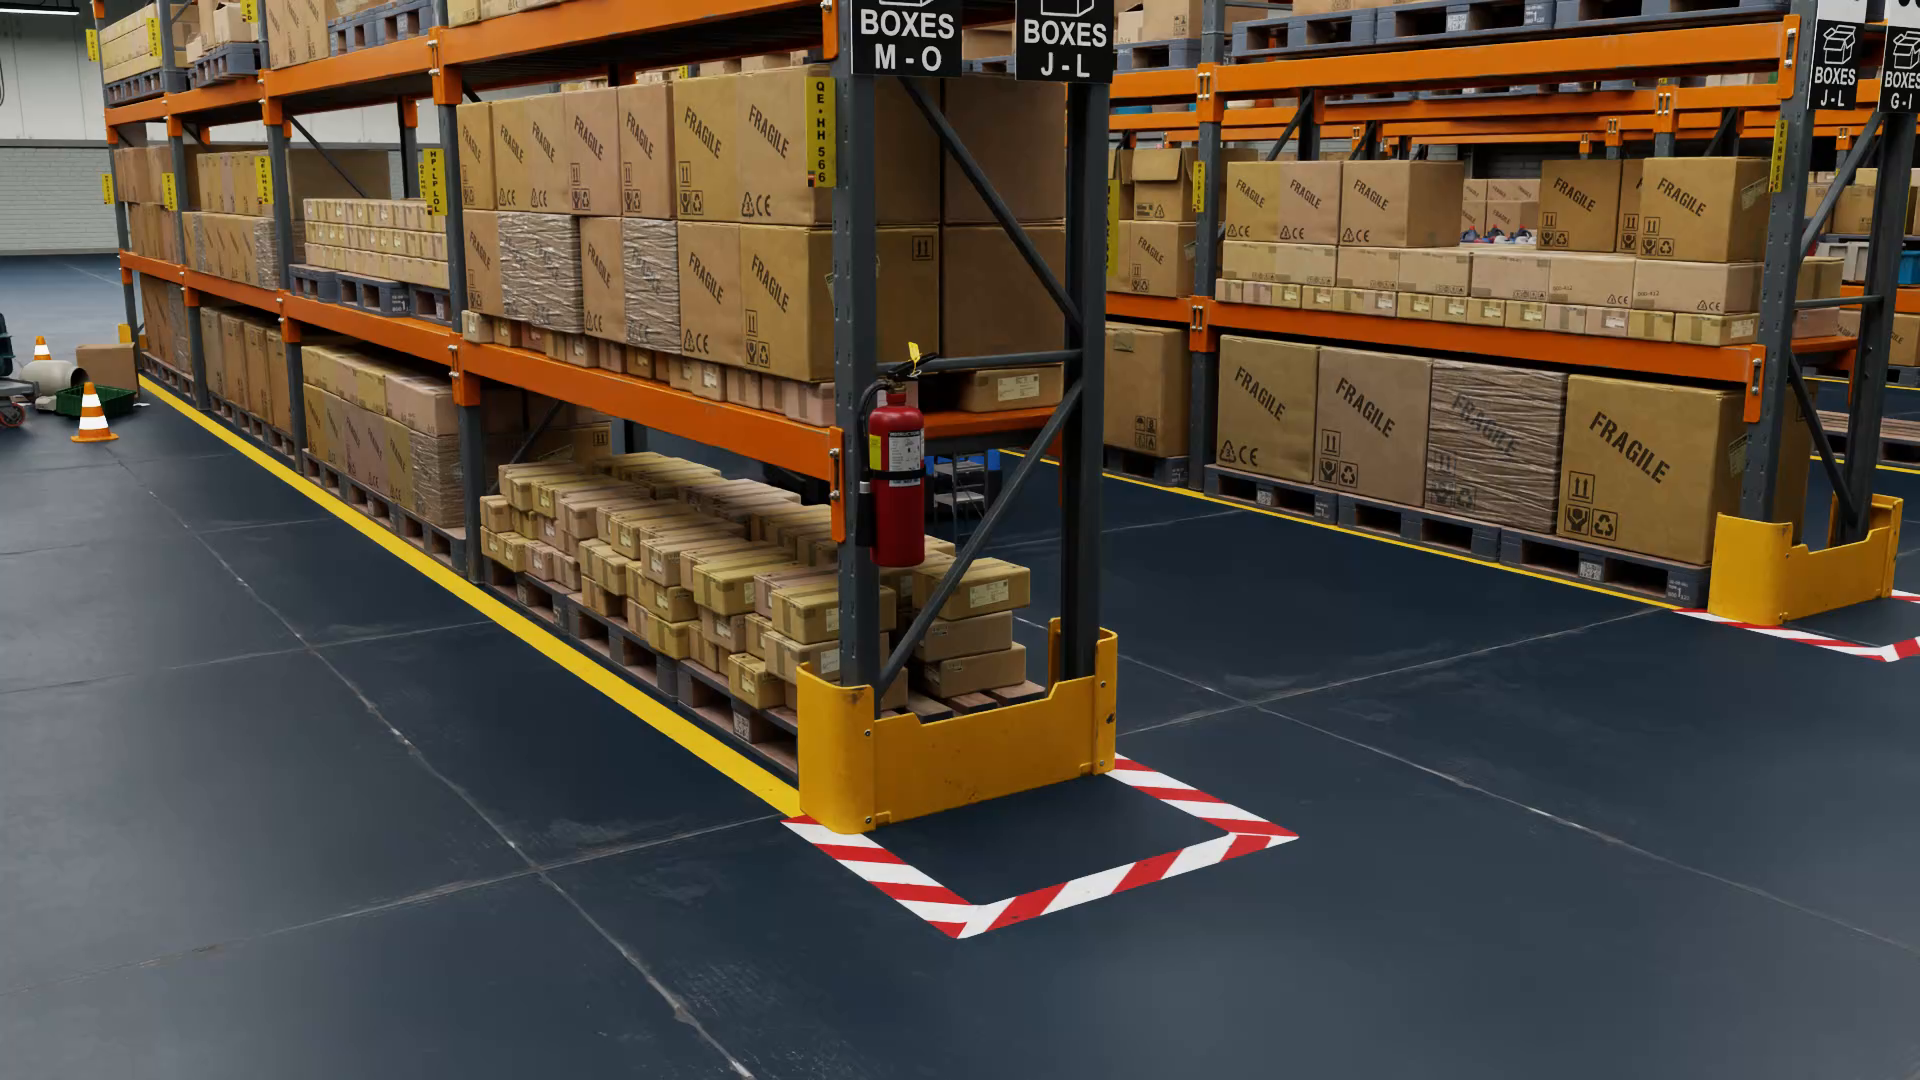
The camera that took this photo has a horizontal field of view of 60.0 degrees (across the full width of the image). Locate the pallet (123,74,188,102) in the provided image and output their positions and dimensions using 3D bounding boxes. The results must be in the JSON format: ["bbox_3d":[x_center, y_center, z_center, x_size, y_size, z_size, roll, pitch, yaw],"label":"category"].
[{"bbox_3d":[-7.715,-4.500,16.605,1.003,0.211,1.213,-8,15,-33],"label":"pallet"}]

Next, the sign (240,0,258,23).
[{"bbox_3d":[-4.848,-3.696,11.323,0.100,0.325,0.005,-8,15,-33],"label":"sign"}]

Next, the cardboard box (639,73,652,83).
[{"bbox_3d":[-3.291,-5.033,18.252,0.380,0.149,0.250,-9,15,-34],"label":"cardboard box"}]

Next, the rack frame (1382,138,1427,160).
[{"bbox_3d":[7.742,-5.754,29.153,1.000,3.000,0.127,-8,15,-33],"label":"rack frame"}]

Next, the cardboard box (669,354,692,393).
[{"bbox_3d":[-0.906,-0.667,6.478,0.380,0.149,0.250,-9,15,-35],"label":"cardboard box"}]

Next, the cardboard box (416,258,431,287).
[{"bbox_3d":[-2.831,-1.512,9.361,0.380,0.149,0.250,-8,15,-33],"label":"cardboard box"}]

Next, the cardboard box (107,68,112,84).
[{"bbox_3d":[-8.749,-4.879,17.499,0.380,0.149,0.250,-8,15,-32],"label":"cardboard box"}]

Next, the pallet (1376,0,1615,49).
[{"bbox_3d":[3.136,-2.920,9.377,1.003,0.211,1.213,-8,15,-33],"label":"pallet"}]

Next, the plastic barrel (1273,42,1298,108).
[{"bbox_3d":[3.652,-5.041,17.696,0.600,0.901,0.600,0,12,0],"label":"plastic barrel"}]

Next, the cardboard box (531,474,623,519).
[{"bbox_3d":[-1.863,-0.214,8.117,0.380,0.149,0.250,-8,15,-34],"label":"cardboard box"}]

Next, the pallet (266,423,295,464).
[{"bbox_3d":[-4.756,-0.790,12.981,1.003,0.211,1.213,-8,15,-33],"label":"pallet"}]

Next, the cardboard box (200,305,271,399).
[{"bbox_3d":[-6.179,-1.721,14.994,1.050,0.750,0.750,-8,15,-33],"label":"cardboard box"}]

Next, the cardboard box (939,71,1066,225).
[{"bbox_3d":[0.023,-1.374,5.855,0.500,0.500,0.500,-8,15,-33],"label":"cardboard box"}]

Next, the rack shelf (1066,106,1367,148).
[{"bbox_3d":[2.818,-4.628,18.667,1.077,0.370,4.000,-8,15,-33],"label":"rack shelf"}]

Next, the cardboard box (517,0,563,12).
[{"bbox_3d":[-1.572,-2.387,7.088,0.500,0.250,0.500,-7,14,-30],"label":"cardboard box"}]

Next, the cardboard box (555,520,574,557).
[{"bbox_3d":[-1.704,-0.026,7.951,0.380,0.149,0.250,-9,15,-36],"label":"cardboard box"}]

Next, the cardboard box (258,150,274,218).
[{"bbox_3d":[-4.904,-2.711,12.665,0.700,0.500,0.500,-8,15,-34],"label":"cardboard box"}]

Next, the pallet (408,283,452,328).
[{"bbox_3d":[-2.468,-1.351,9.469,1.003,0.211,1.213,-8,15,-33],"label":"pallet"}]

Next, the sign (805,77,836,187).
[{"bbox_3d":[-0.423,-1.238,5.053,0.100,0.325,0.005,-8,15,-33],"label":"sign"}]

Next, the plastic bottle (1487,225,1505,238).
[{"bbox_3d":[5.192,-2.877,16.110,0.144,0.351,0.185,-8,15,-33],"label":"plastic bottle"}]

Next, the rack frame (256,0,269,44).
[{"bbox_3d":[-4.382,-4.934,11.360,1.000,3.000,0.127,-8,15,-33],"label":"rack frame"}]

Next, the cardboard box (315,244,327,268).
[{"bbox_3d":[-4.154,-1.935,11.292,0.380,0.149,0.250,-7,14,-30],"label":"cardboard box"}]

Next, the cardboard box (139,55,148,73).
[{"bbox_3d":[-7.492,-4.474,15.650,0.380,0.149,0.250,-8,15,-33],"label":"cardboard box"}]

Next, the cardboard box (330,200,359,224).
[{"bbox_3d":[-3.858,-2.132,10.804,0.380,0.149,0.250,-9,15,-35],"label":"cardboard box"}]

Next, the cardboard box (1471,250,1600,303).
[{"bbox_3d":[3.183,-1.457,9.159,0.500,0.250,0.500,-9,15,-35],"label":"cardboard box"}]

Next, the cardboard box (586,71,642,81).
[{"bbox_3d":[-4.032,-5.603,19.340,0.500,0.500,0.500,-8,15,-33],"label":"cardboard box"}]

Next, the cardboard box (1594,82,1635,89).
[{"bbox_3d":[7.754,-5.416,19.952,0.500,0.250,0.500,-9,15,-37],"label":"cardboard box"}]

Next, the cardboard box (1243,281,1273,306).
[{"bbox_3d":[2.052,-1.600,10.743,0.380,0.149,0.250,-9,15,-35],"label":"cardboard box"}]

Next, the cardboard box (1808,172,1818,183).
[{"bbox_3d":[11.767,-5.025,23.038,0.380,0.149,0.250,-11,17,-42],"label":"cardboard box"}]

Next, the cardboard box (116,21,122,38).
[{"bbox_3d":[-8.191,-5.089,16.595,0.380,0.149,0.250,-8,15,-33],"label":"cardboard box"}]

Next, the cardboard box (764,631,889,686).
[{"bbox_3d":[-0.480,0.402,5.998,0.380,0.149,0.250,-9,15,-34],"label":"cardboard box"}]

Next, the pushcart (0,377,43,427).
[{"bbox_3d":[-8.793,-1.109,14.048,0.936,0.377,1.648,9,15,35],"label":"pushcart"}]

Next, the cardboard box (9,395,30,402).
[{"bbox_3d":[-9.084,-1.467,15.947,0.396,0.266,0.258,-5,13,-23],"label":"cardboard box"}]

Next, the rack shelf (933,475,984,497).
[{"bbox_3d":[0.004,-0.318,9.785,0.258,0.077,0.200,-8,15,-33],"label":"rack shelf"}]

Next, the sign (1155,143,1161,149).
[{"bbox_3d":[4.266,-8.389,35.775,0.001,0.298,0.199,-8,15,-33],"label":"sign"}]

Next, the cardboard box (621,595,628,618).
[{"bbox_3d":[-1.270,0.262,7.332,0.380,0.149,0.250,-8,14,-31],"label":"cardboard box"}]

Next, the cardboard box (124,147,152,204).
[{"bbox_3d":[-8.062,-3.754,17.127,0.875,0.550,0.550,-8,15,-33],"label":"cardboard box"}]

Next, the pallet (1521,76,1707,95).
[{"bbox_3d":[5.627,-3.948,14.316,1.213,0.211,1.003,-8,15,-33],"label":"pallet"}]

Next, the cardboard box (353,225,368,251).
[{"bbox_3d":[-3.567,-1.892,10.403,0.380,0.149,0.250,-8,15,-33],"label":"cardboard box"}]

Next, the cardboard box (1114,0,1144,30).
[{"bbox_3d":[0.953,-3.933,12.577,0.797,0.503,0.637,-8,15,-34],"label":"cardboard box"}]

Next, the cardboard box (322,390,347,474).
[{"bbox_3d":[-3.921,-0.742,11.103,0.500,0.500,0.500,-8,15,-32],"label":"cardboard box"}]

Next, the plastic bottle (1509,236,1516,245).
[{"bbox_3d":[5.064,-2.654,15.279,0.097,0.271,0.097,0,12,0],"label":"plastic bottle"}]

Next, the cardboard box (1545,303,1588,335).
[{"bbox_3d":[3.342,-1.187,8.855,0.380,0.149,0.250,-8,15,-32],"label":"cardboard box"}]

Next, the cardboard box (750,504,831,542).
[{"bbox_3d":[-0.703,-0.049,7.361,0.380,0.149,0.250,-8,15,-32],"label":"cardboard box"}]

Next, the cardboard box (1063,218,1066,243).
[{"bbox_3d":[0.969,-2.142,12.400,0.500,0.500,0.500,-8,15,-33],"label":"cardboard box"}]

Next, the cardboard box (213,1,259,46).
[{"bbox_3d":[-5.211,-3.830,12.322,0.500,0.311,0.500,-8,15,-33],"label":"cardboard box"}]

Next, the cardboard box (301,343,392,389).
[{"bbox_3d":[-4.201,-1.202,11.451,0.500,0.250,0.500,-9,15,-35],"label":"cardboard box"}]

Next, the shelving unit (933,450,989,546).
[{"bbox_3d":[0.004,-0.438,9.759,0.258,0.900,0.210,-8,15,-33],"label":"shelving unit"}]

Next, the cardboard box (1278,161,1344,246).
[{"bbox_3d":[2.338,-2.095,10.322,0.500,0.500,0.500,-8,15,-33],"label":"cardboard box"}]

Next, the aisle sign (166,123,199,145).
[{"bbox_3d":[-8.604,-4.744,18.450,0.394,0.787,0.004,-8,15,-33],"label":"aisle sign"}]

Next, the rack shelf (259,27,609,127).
[{"bbox_3d":[-3.274,-2.762,10.131,1.077,0.370,4.000,-8,15,-33],"label":"rack shelf"}]

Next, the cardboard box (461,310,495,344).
[{"bbox_3d":[-2.281,-1.080,8.367,0.380,0.149,0.250,-7,14,-31],"label":"cardboard box"}]

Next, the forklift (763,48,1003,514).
[{"bbox_3d":[-0.744,-1.826,11.350,1.130,2.935,3.031,-5,13,-21],"label":"forklift"}]

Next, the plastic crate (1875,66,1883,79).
[{"bbox_3d":[7.164,-3.603,12.911,0.293,0.136,0.466,-8,15,-33],"label":"plastic crate"}]

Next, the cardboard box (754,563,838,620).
[{"bbox_3d":[-0.545,0.201,6.220,0.380,0.149,0.250,-8,15,-32],"label":"cardboard box"}]

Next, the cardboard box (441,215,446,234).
[{"bbox_3d":[-2.551,-1.713,8.887,0.380,0.149,0.250,-7,14,-30],"label":"cardboard box"}]

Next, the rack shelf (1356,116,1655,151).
[{"bbox_3d":[6.944,-5.214,21.345,1.077,0.370,4.000,-8,15,-33],"label":"rack shelf"}]
